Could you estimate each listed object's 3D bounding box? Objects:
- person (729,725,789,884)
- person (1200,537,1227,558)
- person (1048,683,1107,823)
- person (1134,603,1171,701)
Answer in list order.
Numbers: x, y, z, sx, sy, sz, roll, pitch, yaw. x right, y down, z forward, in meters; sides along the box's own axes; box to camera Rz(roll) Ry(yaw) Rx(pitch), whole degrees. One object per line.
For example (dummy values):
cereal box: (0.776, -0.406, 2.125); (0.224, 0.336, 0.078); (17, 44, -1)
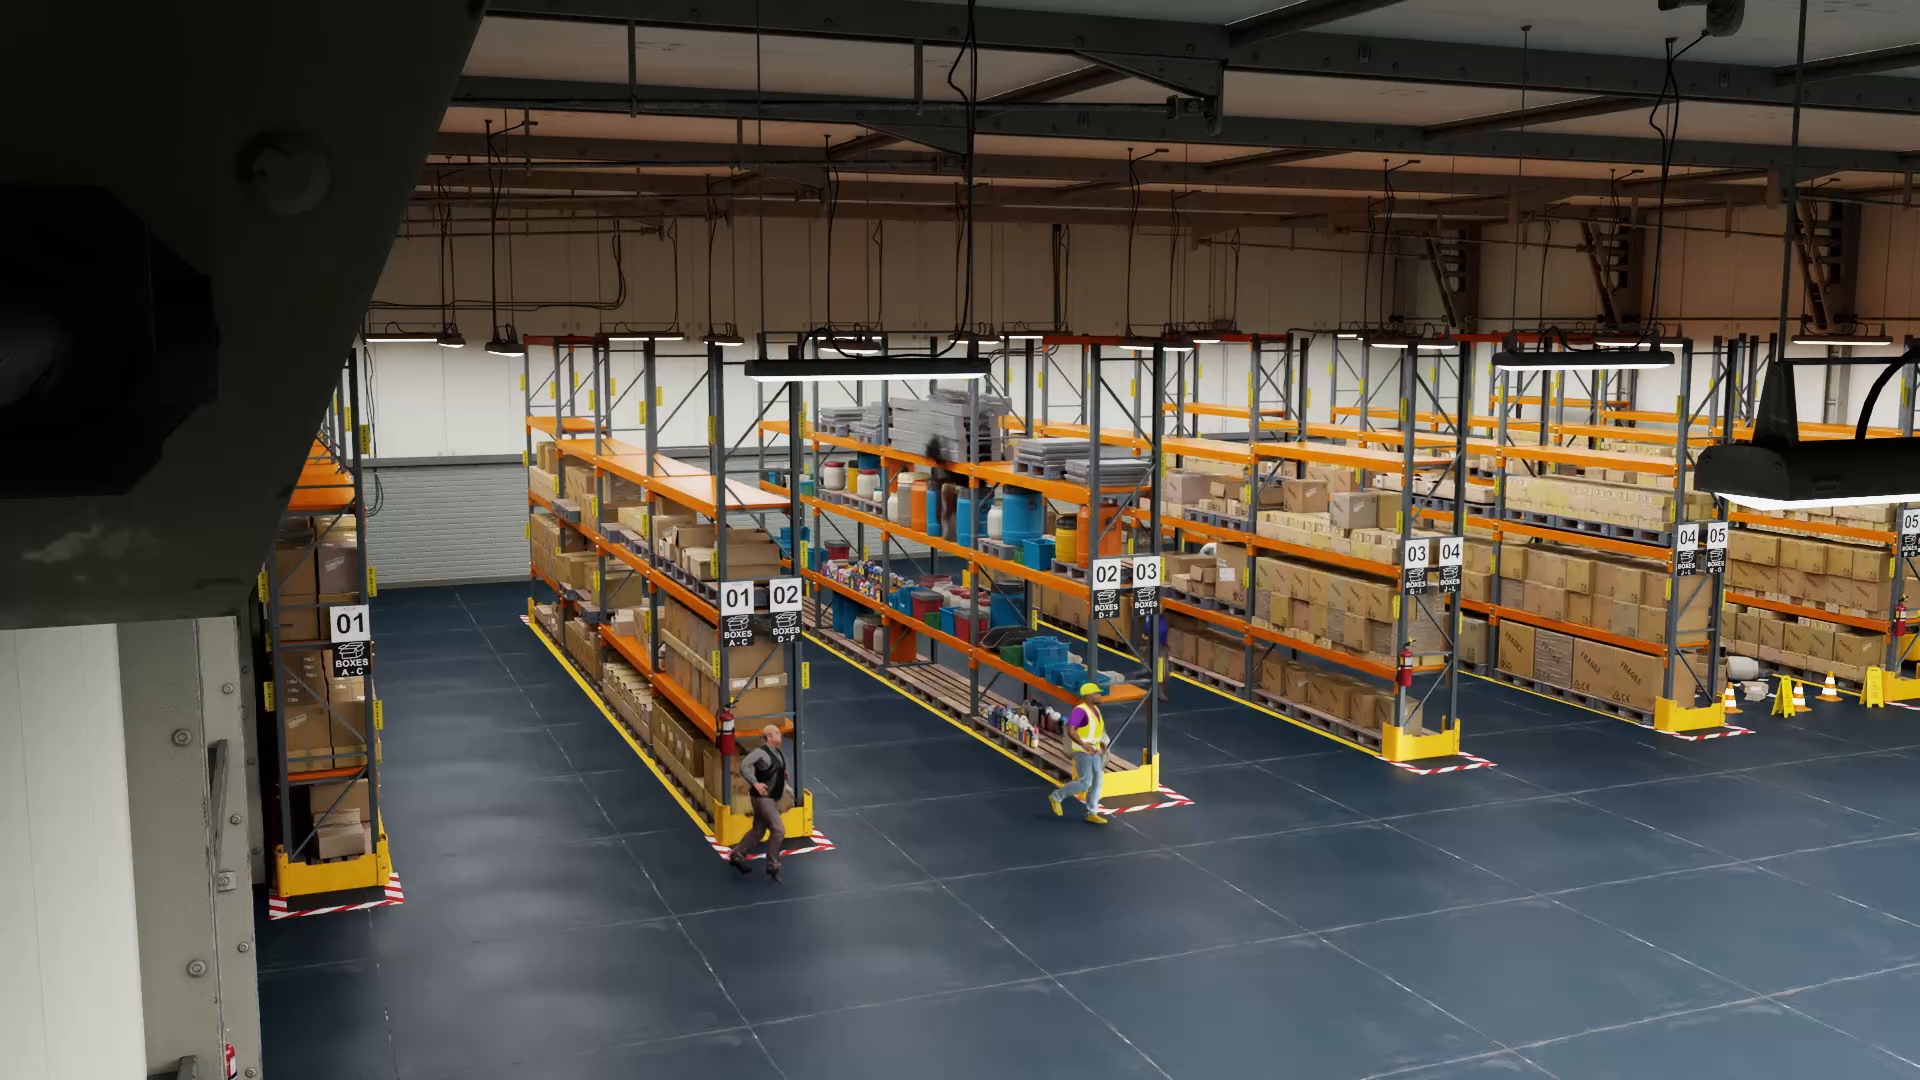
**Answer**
person: (-2.271, 2.910, 18.999); (0.716, 1.608, 0.684); (1, 8, 10)
person: (5.490, 0.713, 36.030); (0.727, 1.795, 1.047); (-3, 8, -23)
person: (1.595, 2.673, 21.149); (0.770, 1.727, 0.755); (4, 8, 26)
person: (3.254, 1.839, 27.886); (0.565, 1.629, 0.761); (-5, 9, -32)
